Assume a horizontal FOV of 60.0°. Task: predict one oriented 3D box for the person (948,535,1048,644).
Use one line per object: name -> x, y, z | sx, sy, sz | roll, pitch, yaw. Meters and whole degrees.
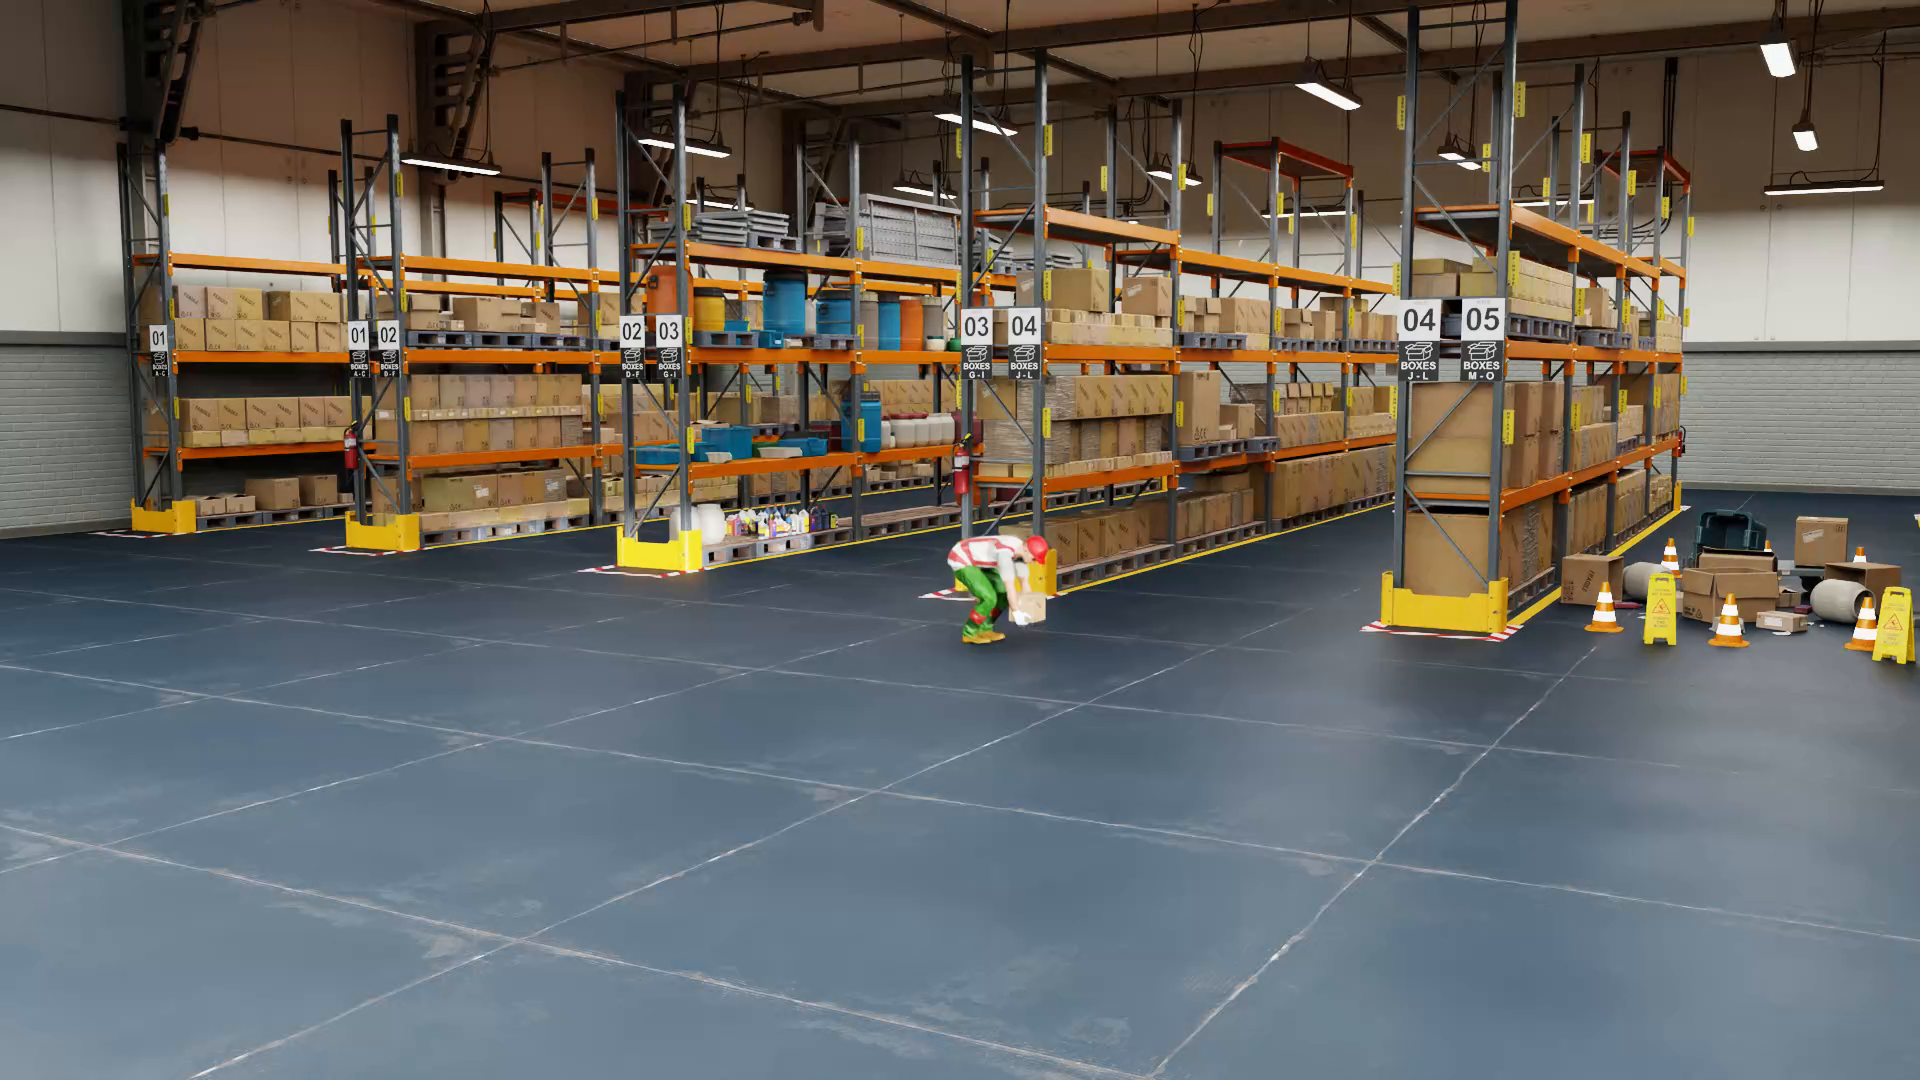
person -> 0.362, 0.449, 15.371 | 0.958, 1.013, 0.534 | 3, 7, 26
